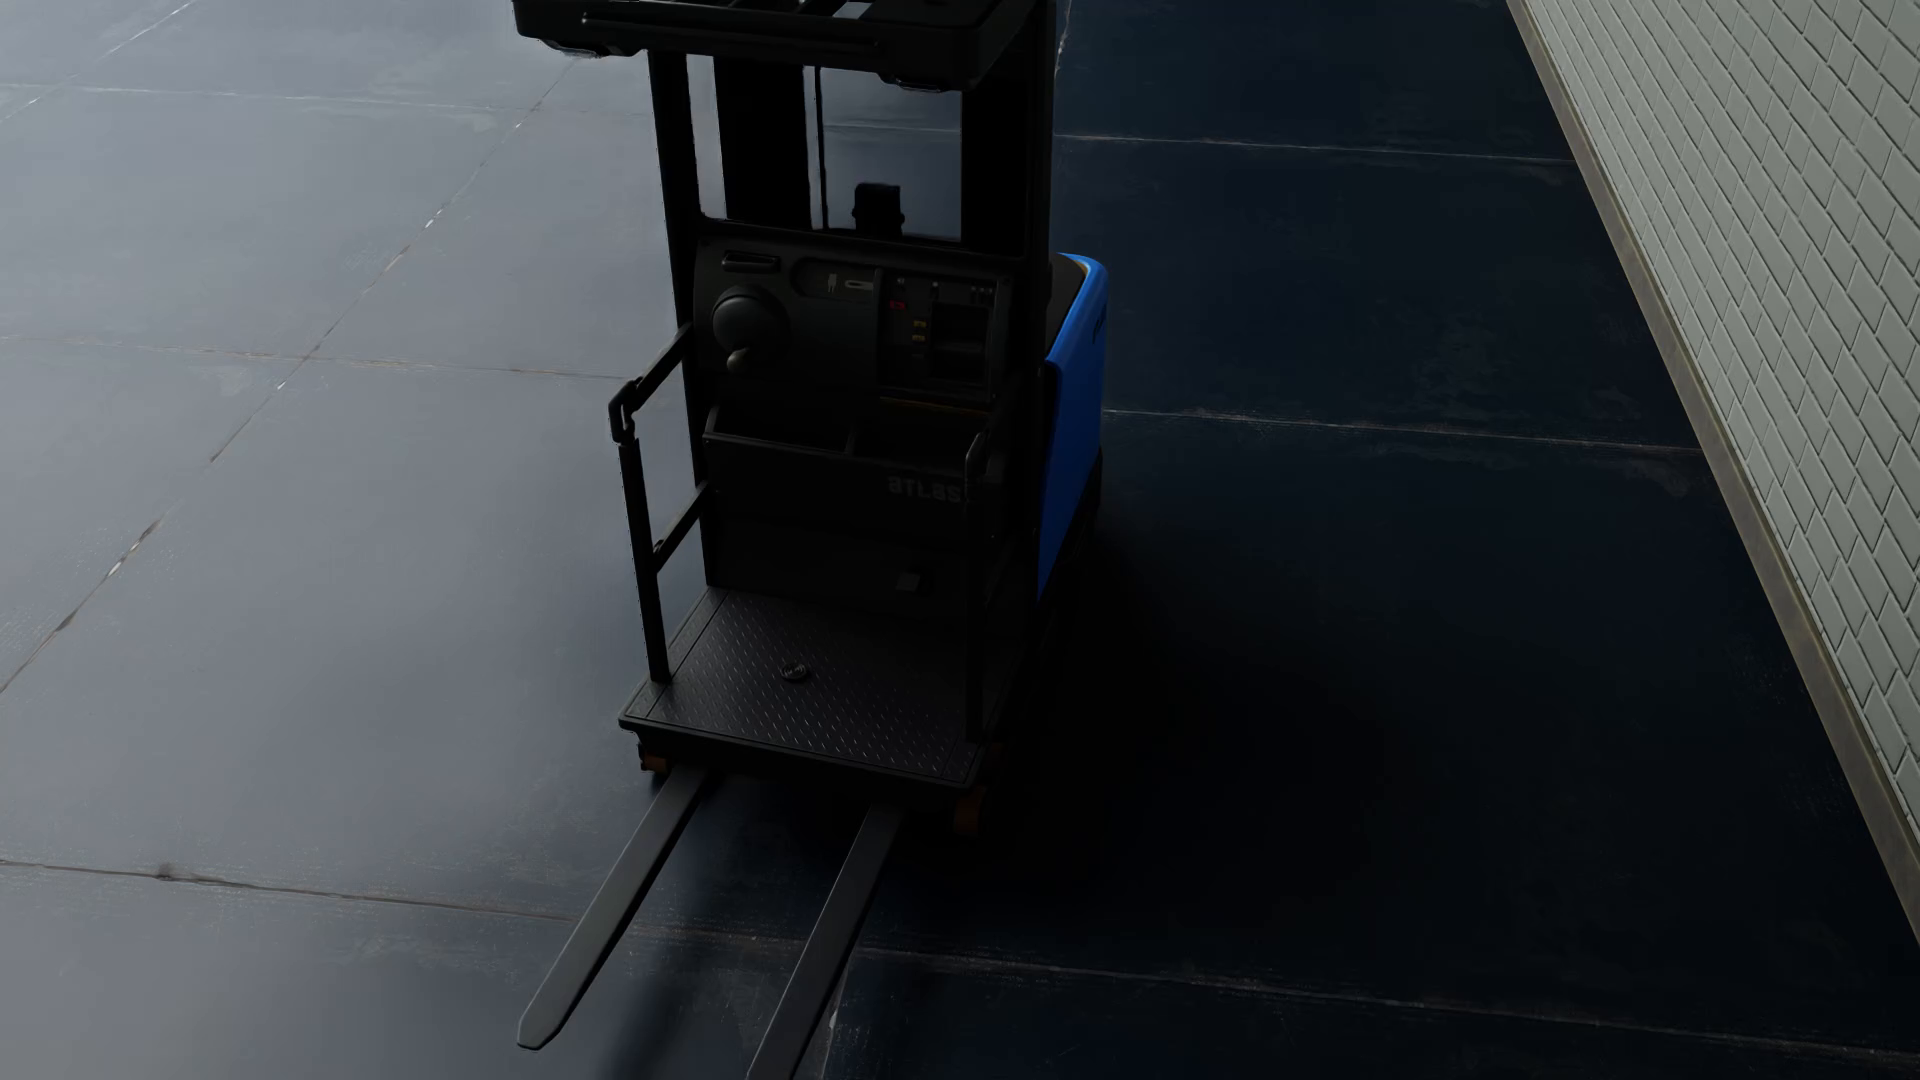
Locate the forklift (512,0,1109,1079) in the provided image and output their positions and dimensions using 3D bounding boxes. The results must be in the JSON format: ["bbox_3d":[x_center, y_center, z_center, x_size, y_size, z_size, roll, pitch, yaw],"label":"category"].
[{"bbox_3d":[-0.364,-0.555,4.505,1.130,2.935,3.031,9,37,13],"label":"forklift"}]
